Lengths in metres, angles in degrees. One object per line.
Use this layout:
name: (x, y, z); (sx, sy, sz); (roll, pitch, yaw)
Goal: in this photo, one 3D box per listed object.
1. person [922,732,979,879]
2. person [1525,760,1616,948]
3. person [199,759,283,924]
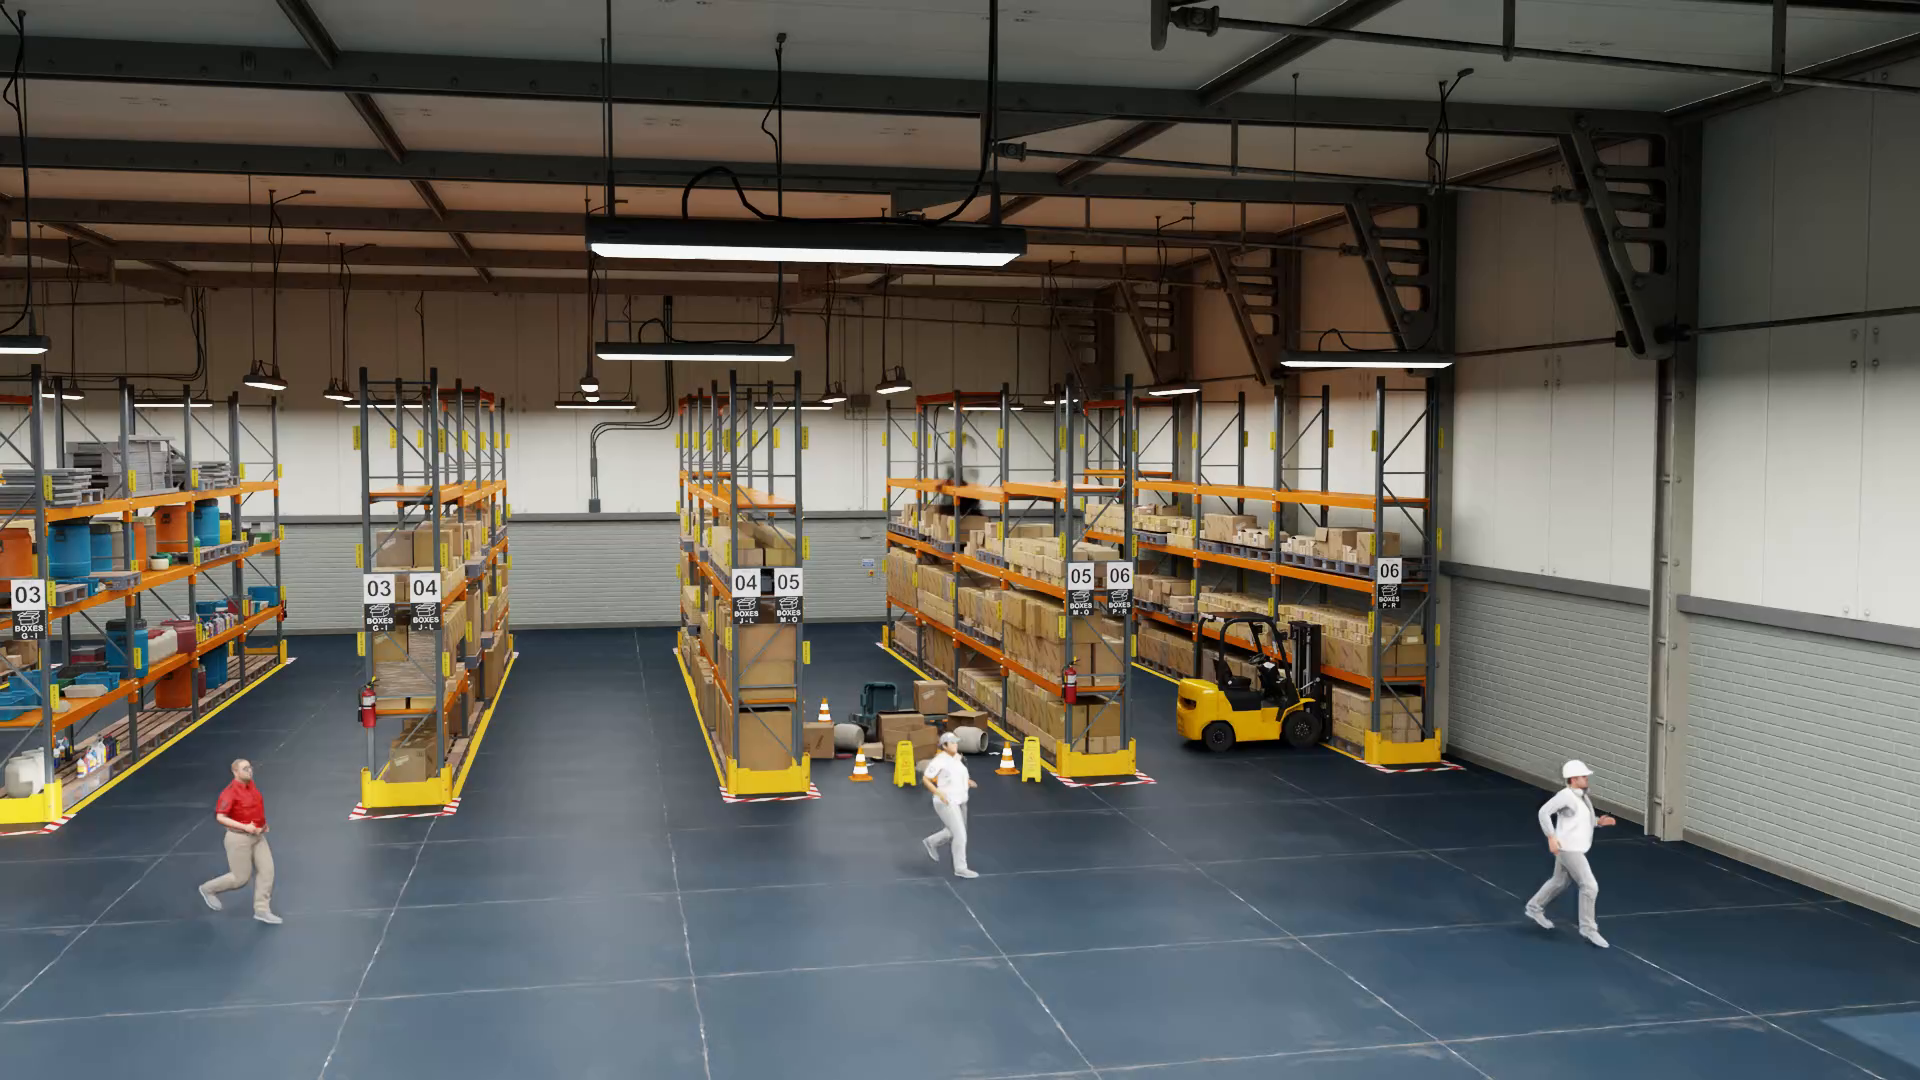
person: (-0.131, 3.037, 19.224); (0.842, 1.636, 0.621); (2, 4, 34)
person: (6.113, 3.112, 16.683); (0.869, 1.824, 0.627); (2, 4, 33)
person: (-7.476, 3.135, 17.319); (0.886, 1.725, 0.672); (1, 3, 12)
